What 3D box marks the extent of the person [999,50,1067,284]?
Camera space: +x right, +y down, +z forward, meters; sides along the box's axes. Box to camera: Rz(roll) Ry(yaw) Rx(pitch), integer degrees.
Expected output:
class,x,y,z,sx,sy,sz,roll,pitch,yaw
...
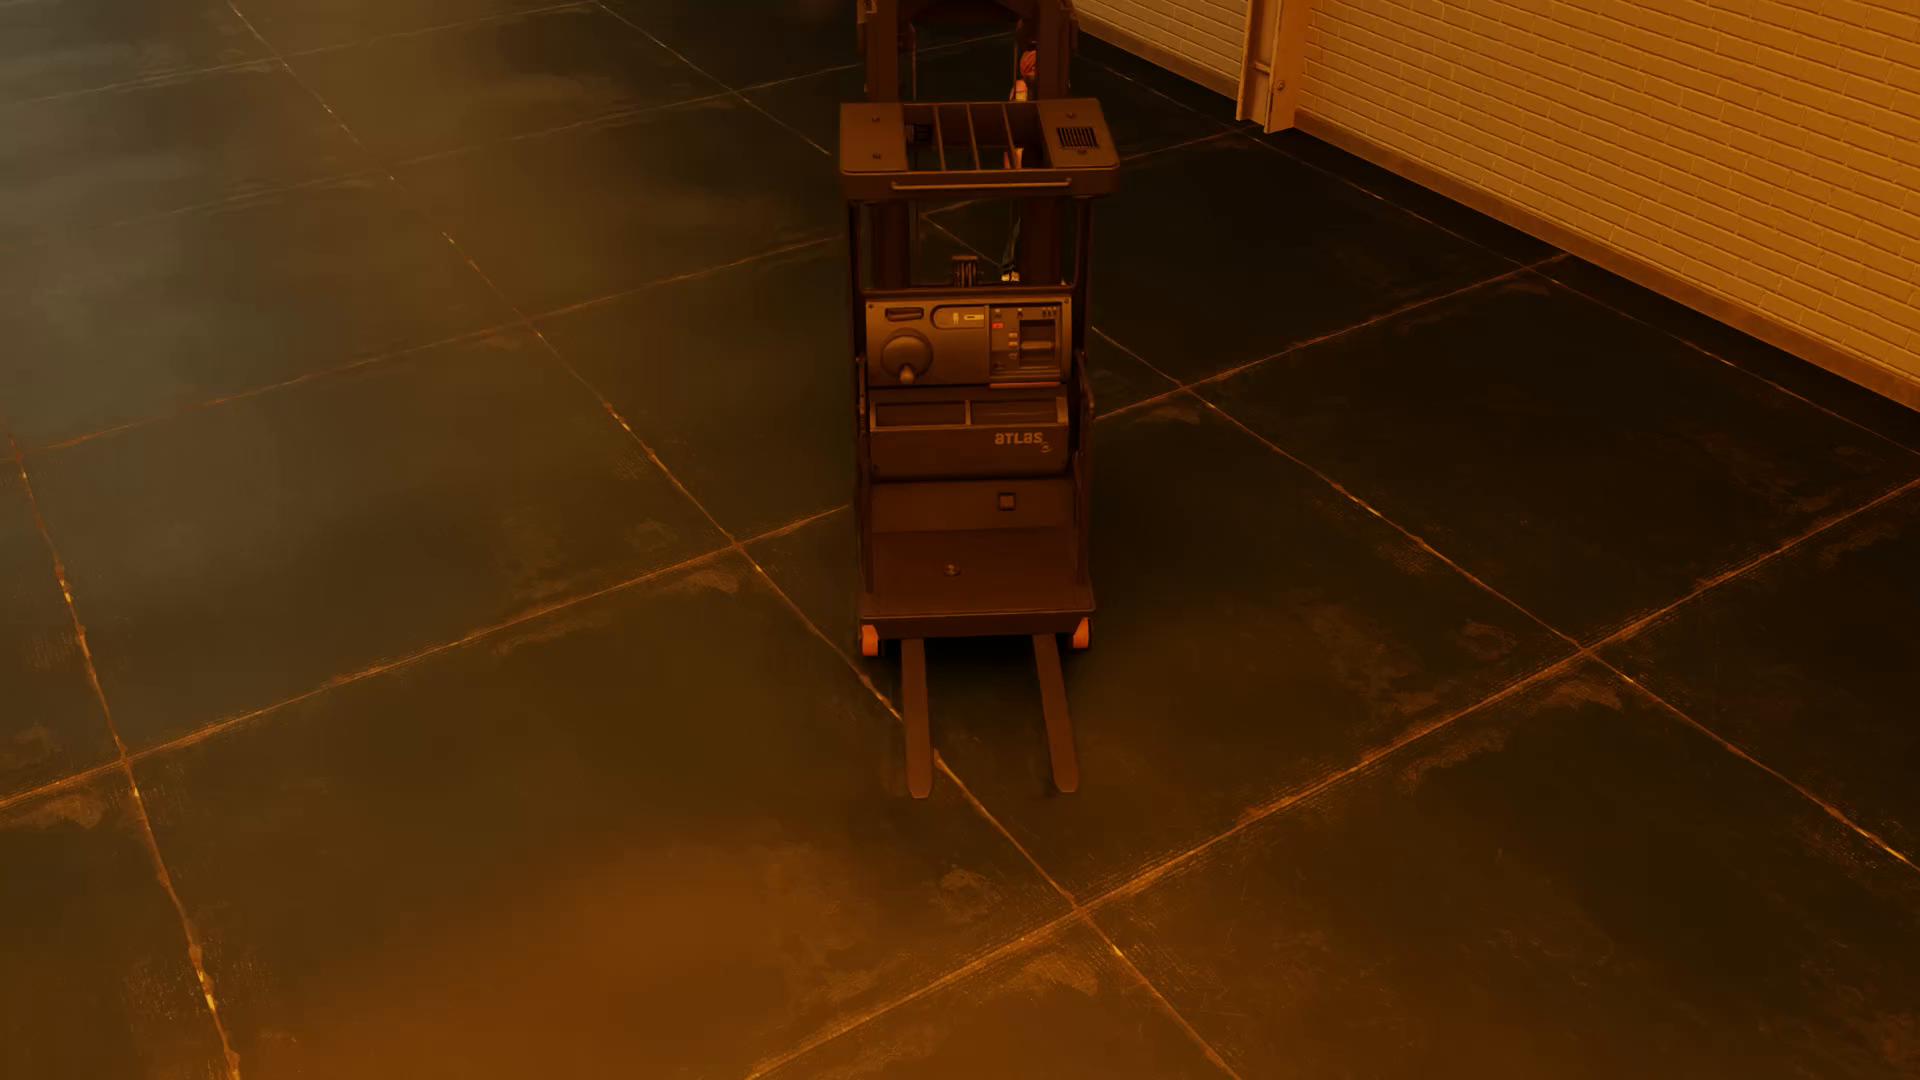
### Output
class,x,y,z,sx,sy,sz,roll,pitch,yaw
person,0.488,-2.375,10.704,0.456,1.585,0.617,-1,35,-1

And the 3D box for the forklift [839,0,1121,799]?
class,x,y,z,sx,sy,sz,roll,pitch,yaw
forklift,0.056,-0.840,7.342,1.130,2.935,3.031,-2,35,-3
